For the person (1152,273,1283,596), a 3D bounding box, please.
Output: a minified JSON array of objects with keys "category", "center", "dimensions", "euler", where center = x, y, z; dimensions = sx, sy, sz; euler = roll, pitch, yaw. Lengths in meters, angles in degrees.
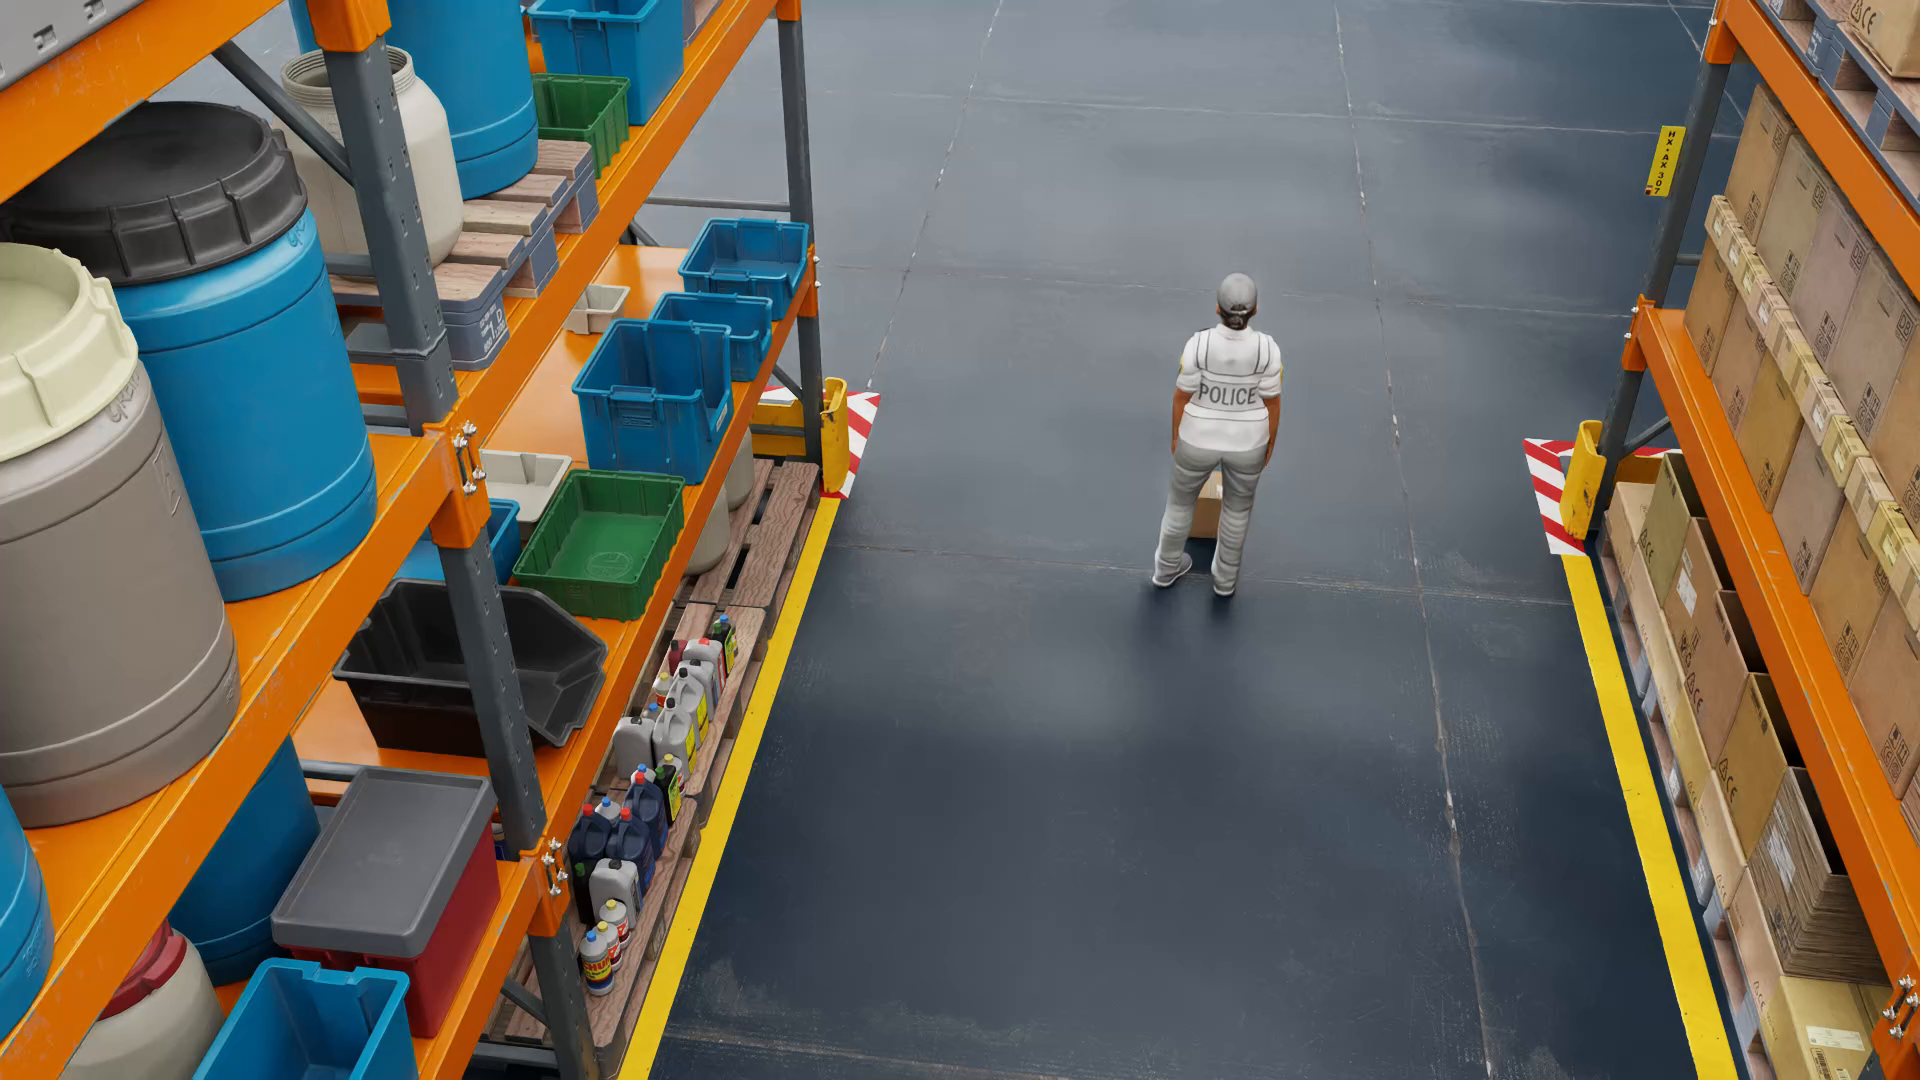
[{"category":"person","center":[1.197,-0.465,7.669],"dimensions":[0.506,1.670,0.387],"euler":[4,37,5]}]
